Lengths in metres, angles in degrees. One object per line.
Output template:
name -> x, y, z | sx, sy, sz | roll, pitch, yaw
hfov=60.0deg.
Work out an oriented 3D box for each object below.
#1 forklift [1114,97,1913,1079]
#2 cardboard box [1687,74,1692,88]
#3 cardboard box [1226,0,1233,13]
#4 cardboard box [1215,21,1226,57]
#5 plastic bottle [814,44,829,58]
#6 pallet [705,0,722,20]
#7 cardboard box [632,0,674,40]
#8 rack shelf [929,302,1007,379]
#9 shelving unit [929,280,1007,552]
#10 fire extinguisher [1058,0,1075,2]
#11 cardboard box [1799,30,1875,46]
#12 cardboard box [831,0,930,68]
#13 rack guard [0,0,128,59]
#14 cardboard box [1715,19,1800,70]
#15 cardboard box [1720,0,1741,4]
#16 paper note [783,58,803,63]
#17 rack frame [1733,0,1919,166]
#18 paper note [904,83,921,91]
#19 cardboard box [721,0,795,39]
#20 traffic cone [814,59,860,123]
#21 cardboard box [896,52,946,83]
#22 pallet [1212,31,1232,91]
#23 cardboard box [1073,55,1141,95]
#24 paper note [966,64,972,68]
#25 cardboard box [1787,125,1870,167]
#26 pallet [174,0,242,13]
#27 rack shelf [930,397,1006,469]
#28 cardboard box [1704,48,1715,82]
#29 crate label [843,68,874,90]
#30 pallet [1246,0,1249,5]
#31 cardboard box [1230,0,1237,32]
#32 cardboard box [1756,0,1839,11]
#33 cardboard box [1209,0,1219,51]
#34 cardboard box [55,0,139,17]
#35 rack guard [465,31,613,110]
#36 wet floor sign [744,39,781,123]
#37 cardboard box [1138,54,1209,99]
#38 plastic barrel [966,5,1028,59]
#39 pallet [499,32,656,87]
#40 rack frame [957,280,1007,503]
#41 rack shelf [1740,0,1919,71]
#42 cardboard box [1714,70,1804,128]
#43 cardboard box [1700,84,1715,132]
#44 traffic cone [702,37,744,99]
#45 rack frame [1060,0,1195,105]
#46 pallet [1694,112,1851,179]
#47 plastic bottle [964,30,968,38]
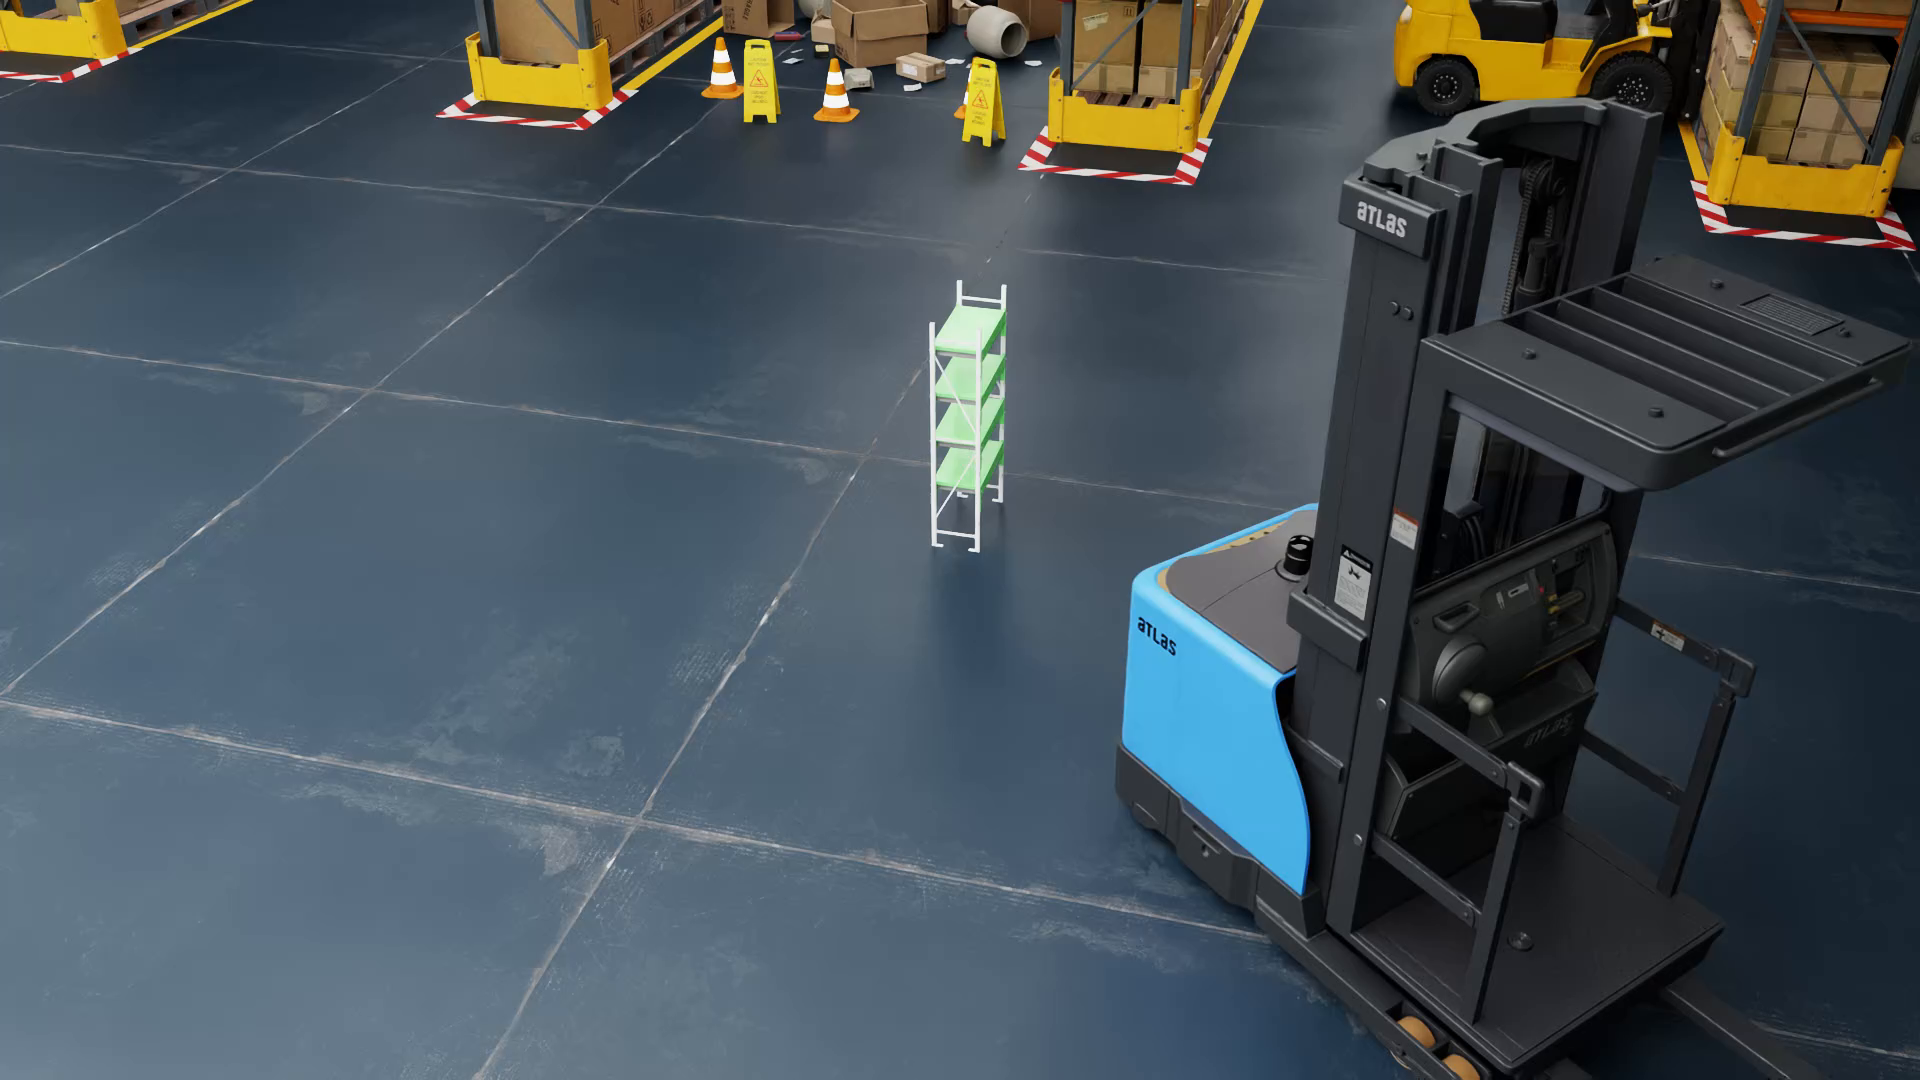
forklift -> 1.855, 0.301, 5.045 | 1.130, 2.935, 3.031 | -20, 38, -28
cardboard box -> 6.274, -3.831, 13.652 | 0.500, 0.250, 0.500 | 9, 34, 14
cardboard box -> 2.145, -4.950, 14.713 | 0.500, 0.500, 0.500 | 10, 34, 15
cardboard box -> 2.012, -4.360, 14.485 | 0.500, 0.250, 0.500 | 10, 34, 16
plastic bottle -> -1.271, -4.494, 15.262 | 0.133, 0.061, 0.283 | -3, 33, -4
pallet -> -2.791, -5.550, 16.784 | 1.003, 0.211, 1.213 | 8, 33, 12
cardboard box -> -3.208, -5.134, 15.119 | 0.875, 0.875, 0.875 | 8, 33, 12
rack shelf -> 0.042, -0.943, 7.840 | 0.258, 0.148, 0.480 | 8, 33, 12
shelving unit -> 0.042, -0.592, 8.063 | 0.258, 1.200, 0.503 | 8, 33, 12
fire extinguisher -> 0.802, -4.385, 12.423 | 0.296, 0.674, 0.183 | 8, 33, 12
cardboard box -> 6.507, -3.662, 12.454 | 0.500, 0.250, 0.500 | 8, 33, 12
cardboard box -> -0.727, -4.617, 15.043 | 0.797, 0.503, 0.637 | -14, 35, -21
rack guard -> -8.290, -4.748, 15.252 | 1.175, 0.500, 0.348 | 8, 33, 12
cardboard box -> 6.018, -3.726, 12.555 | 0.500, 0.250, 0.500 | 9, 33, 13
cardboard box -> 6.272, -4.251, 13.381 | 0.500, 0.250, 0.500 | 7, 33, 11
paper note -> -1.507, -4.343, 15.054 | 0.144, 0.017, 0.142 | 20, 38, 29
rack frame -> 6.079, -3.740, 11.337 | 1.000, 3.000, 0.127 | 8, 33, 12
paper note -> -0.409, -3.922, 14.392 | 0.148, 0.019, 0.142 | -3, 33, -4
cardboard box -> -1.923, -5.112, 15.823 | 0.500, 0.500, 0.500 | 14, 35, 21
traffic cone -> -1.022, -3.717, 13.665 | 0.336, 0.463, 0.334 | 8, 33, 12
cardboard box -> -0.345, -4.166, 14.664 | 0.380, 0.149, 0.250 | 28, 42, 36
pallet -> 1.848, -4.324, 14.856 | 1.003, 0.211, 1.213 | 8, 33, 12
cardboard box -> 1.228, -3.899, 13.759 | 0.500, 0.250, 0.500 | 8, 33, 12
paper note -> 0.083, -4.263, 14.947 | 0.032, 0.001, 0.123 | 8, 33, 12
cardboard box -> 6.392, -2.985, 12.321 | 0.500, 0.250, 0.500 | 8, 33, 13
pallet -> -7.738, -5.674, 16.978 | 1.003, 0.211, 1.213 | 8, 33, 12
rack shelf -> 0.042, -0.538, 8.098 | 0.258, 0.148, 0.480 | 8, 33, 12
cardboard box -> 6.148, -3.793, 13.125 | 0.500, 0.250, 0.500 | 7, 33, 11
crate label -> -0.883, -3.996, 14.408 | 0.250, 0.136, 0.298 | -8, 33, -13
pallet -> 2.488, -5.717, 17.046 | 1.003, 0.211, 1.213 | 8, 33, 12
cardboard box -> 2.276, -4.885, 15.310 | 0.500, 0.250, 0.500 | 7, 33, 11
cardboard box -> 5.950, -4.073, 11.768 | 0.500, 0.500, 0.500 | 7, 33, 11
cardboard box -> 1.883, -4.412, 13.867 | 0.500, 0.500, 0.500 | 7, 33, 11
cardboard box -> -8.134, -5.207, 15.584 | 0.500, 0.500, 0.500 | 14, 35, 21
rack guard -> -3.543, -3.968, 14.026 | 1.175, 0.500, 0.348 | 8, 33, 12
wet floor sign -> -1.629, -3.757, 13.559 | 0.267, 0.644, 0.232 | 3, 33, 4
cardboard box -> 1.749, -3.812, 13.621 | 0.500, 0.250, 0.500 | 8, 33, 12
plastic barrel -> 0.336, -4.605, 15.099 | 0.421, 0.421, 0.512 | -21, 38, -29
pallet -> -3.410, -4.284, 14.792 | 1.003, 0.211, 1.213 | 8, 33, 12
rack frame -> 0.104, -0.719, 8.262 | 0.240, 1.200, 0.015 | 8, 33, 12
rack shelf -> 6.586, -4.474, 13.163 | 1.077, 0.370, 4.000 | 8, 33, 12
cardboard box -> 5.900, -3.263, 12.292 | 0.500, 0.250, 0.500 | 8, 33, 12
cardboard box -> 6.028, -3.300, 12.817 | 0.500, 0.250, 0.500 | 8, 33, 12
traffic cone -> -2.029, -4.047, 14.185 | 0.336, 0.463, 0.334 | 8, 33, 12
rack frame -> 1.277, -4.414, 12.397 | 1.000, 3.000, 0.127 | 8, 33, 12
pallet -> 6.232, -2.966, 12.718 | 1.003, 0.211, 1.213 | 8, 33, 12
plastic bottle -> 0.150, -4.835, 15.799 | 0.133, 0.061, 0.283 | 14, 35, 21
